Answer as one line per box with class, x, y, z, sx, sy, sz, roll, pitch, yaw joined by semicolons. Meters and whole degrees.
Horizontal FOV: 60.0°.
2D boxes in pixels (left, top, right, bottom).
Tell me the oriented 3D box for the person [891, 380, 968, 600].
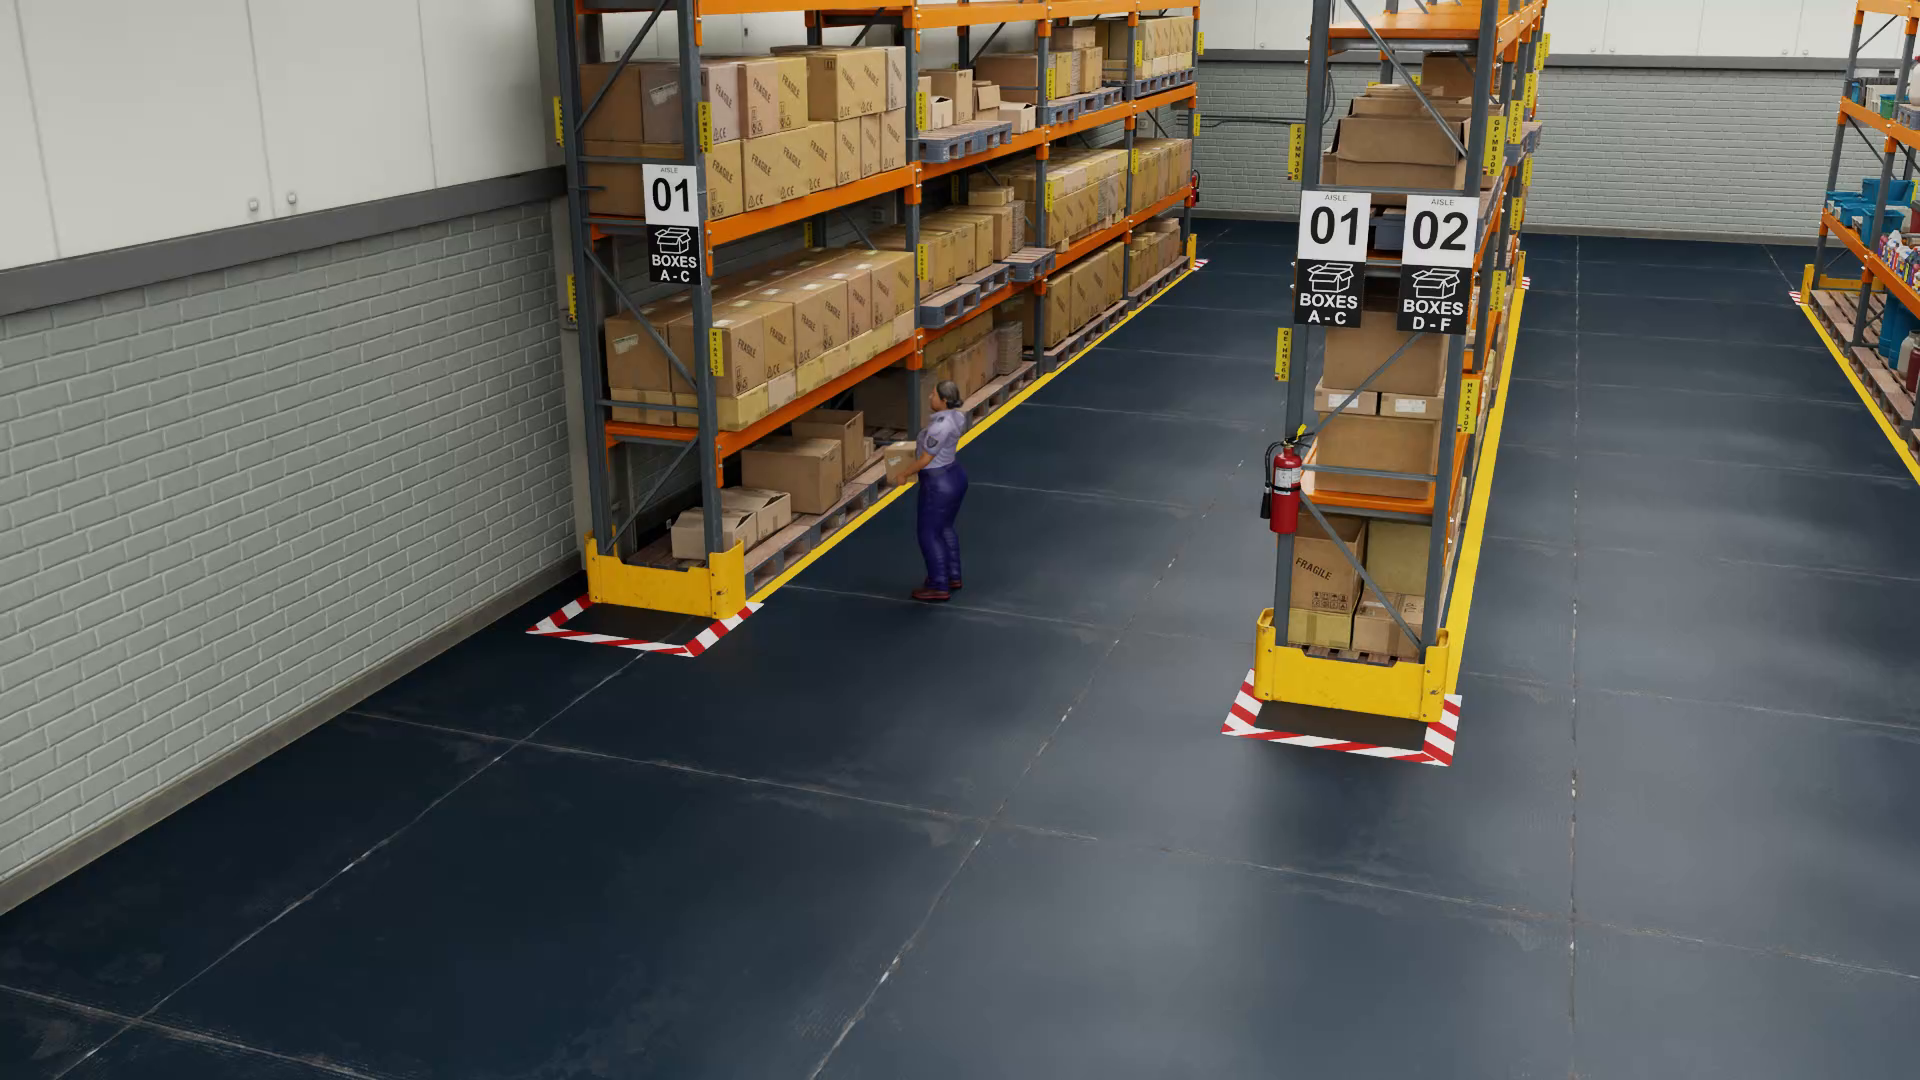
person;-0.219;-0.387;12.250;0.517;1.631;0.453;7;20;19
